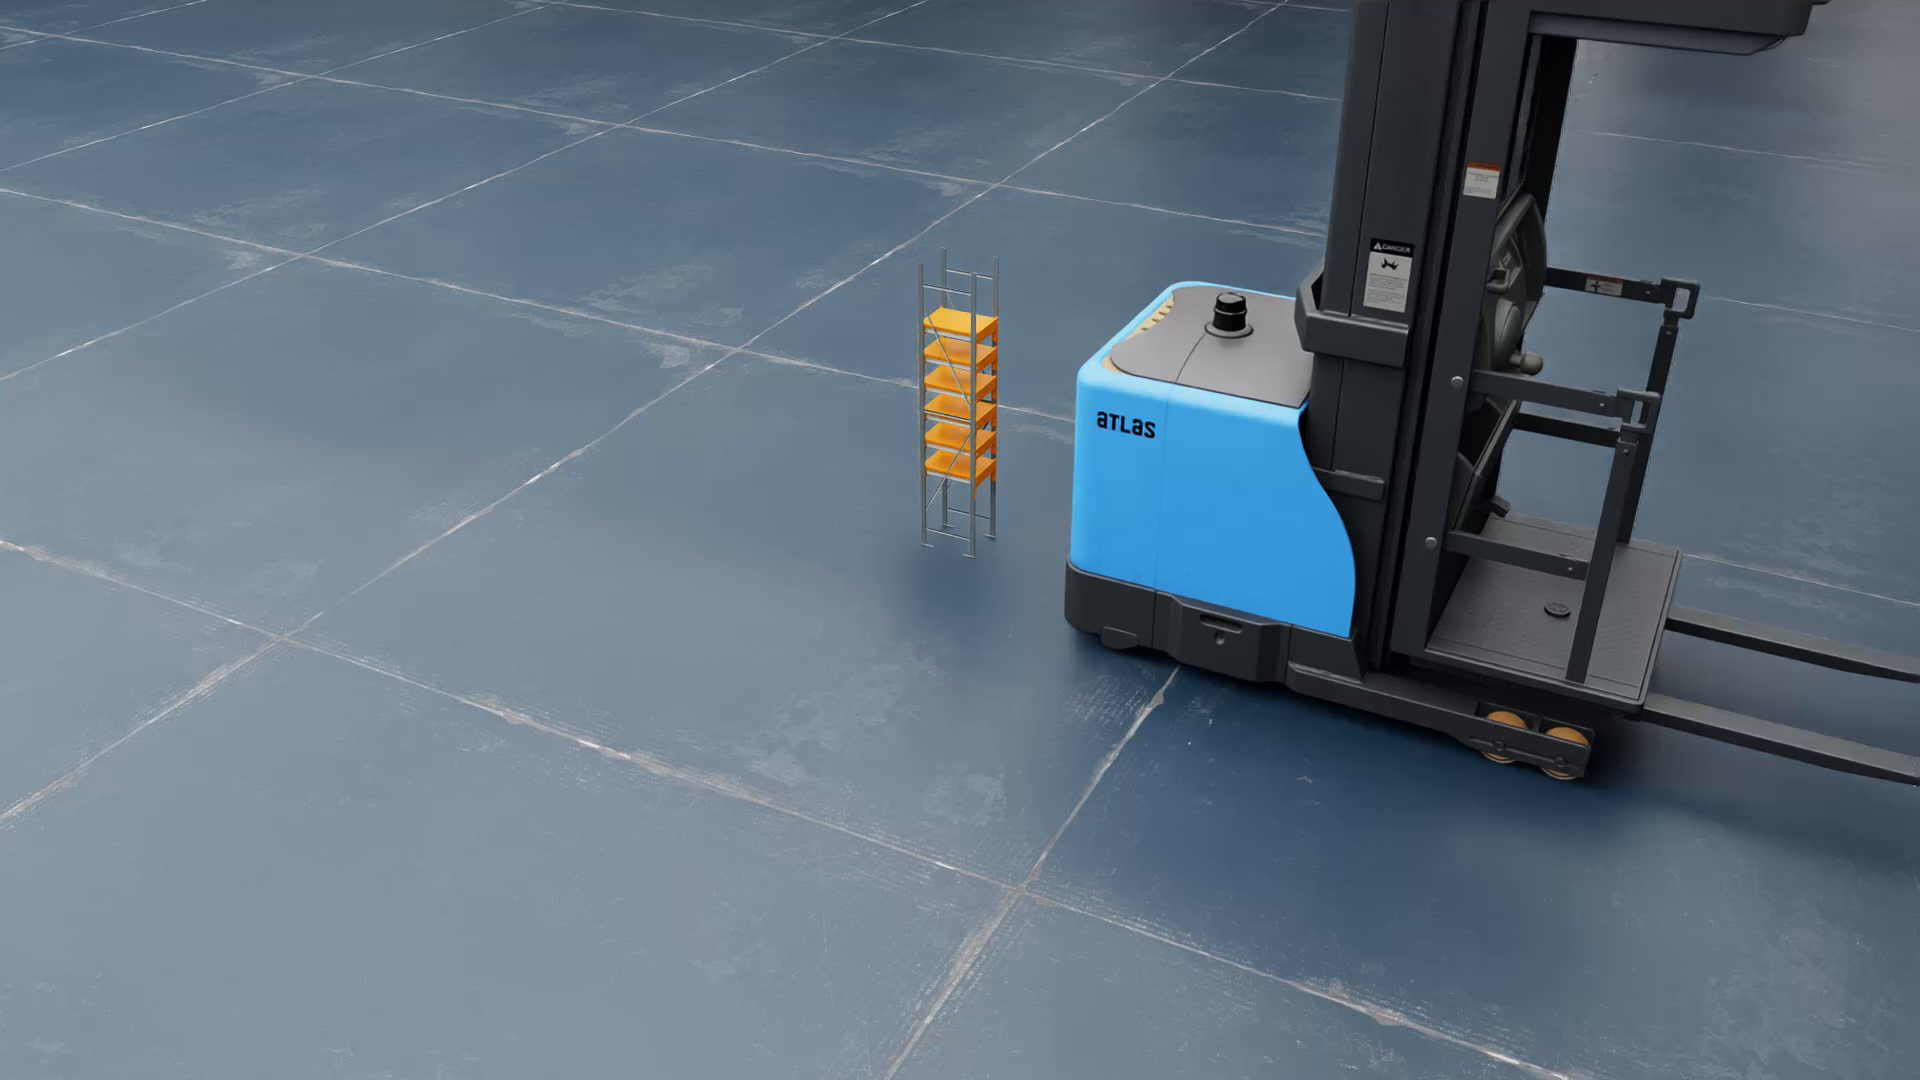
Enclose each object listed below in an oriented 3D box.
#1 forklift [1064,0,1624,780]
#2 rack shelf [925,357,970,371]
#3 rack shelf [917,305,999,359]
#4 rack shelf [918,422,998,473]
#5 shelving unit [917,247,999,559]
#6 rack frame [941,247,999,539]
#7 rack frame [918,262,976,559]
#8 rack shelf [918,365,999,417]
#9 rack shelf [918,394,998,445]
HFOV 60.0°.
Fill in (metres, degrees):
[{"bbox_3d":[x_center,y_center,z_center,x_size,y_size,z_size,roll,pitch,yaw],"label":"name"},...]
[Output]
[{"bbox_3d":[1.934,-0.797,5.194,3.031,2.935,1.130,14,33,23],"label":"forklift"},{"bbox_3d":[-0.007,-0.701,6.333,0.199,0.020,0.166,14,33,23],"label":"rack shelf"},{"bbox_3d":[-0.007,-0.788,6.283,0.258,0.103,0.180,14,33,23],"label":"rack shelf"},{"bbox_3d":[-0.007,-0.371,6.522,0.258,0.103,0.180,14,33,23],"label":"rack shelf"},{"bbox_3d":[-0.007,-0.514,6.440,0.258,1.200,0.189,14,33,23],"label":"shelving unit"},{"bbox_3d":[0.035,-0.554,6.511,0.240,1.200,0.006,14,33,23],"label":"rack frame"},{"bbox_3d":[-0.048,-0.473,6.369,0.240,1.200,0.006,14,33,23],"label":"rack frame"},{"bbox_3d":[-0.007,-0.579,6.402,0.258,0.103,0.180,14,33,23],"label":"rack shelf"},{"bbox_3d":[-0.007,-0.475,6.462,0.258,0.103,0.180,14,33,23],"label":"rack shelf"}]
